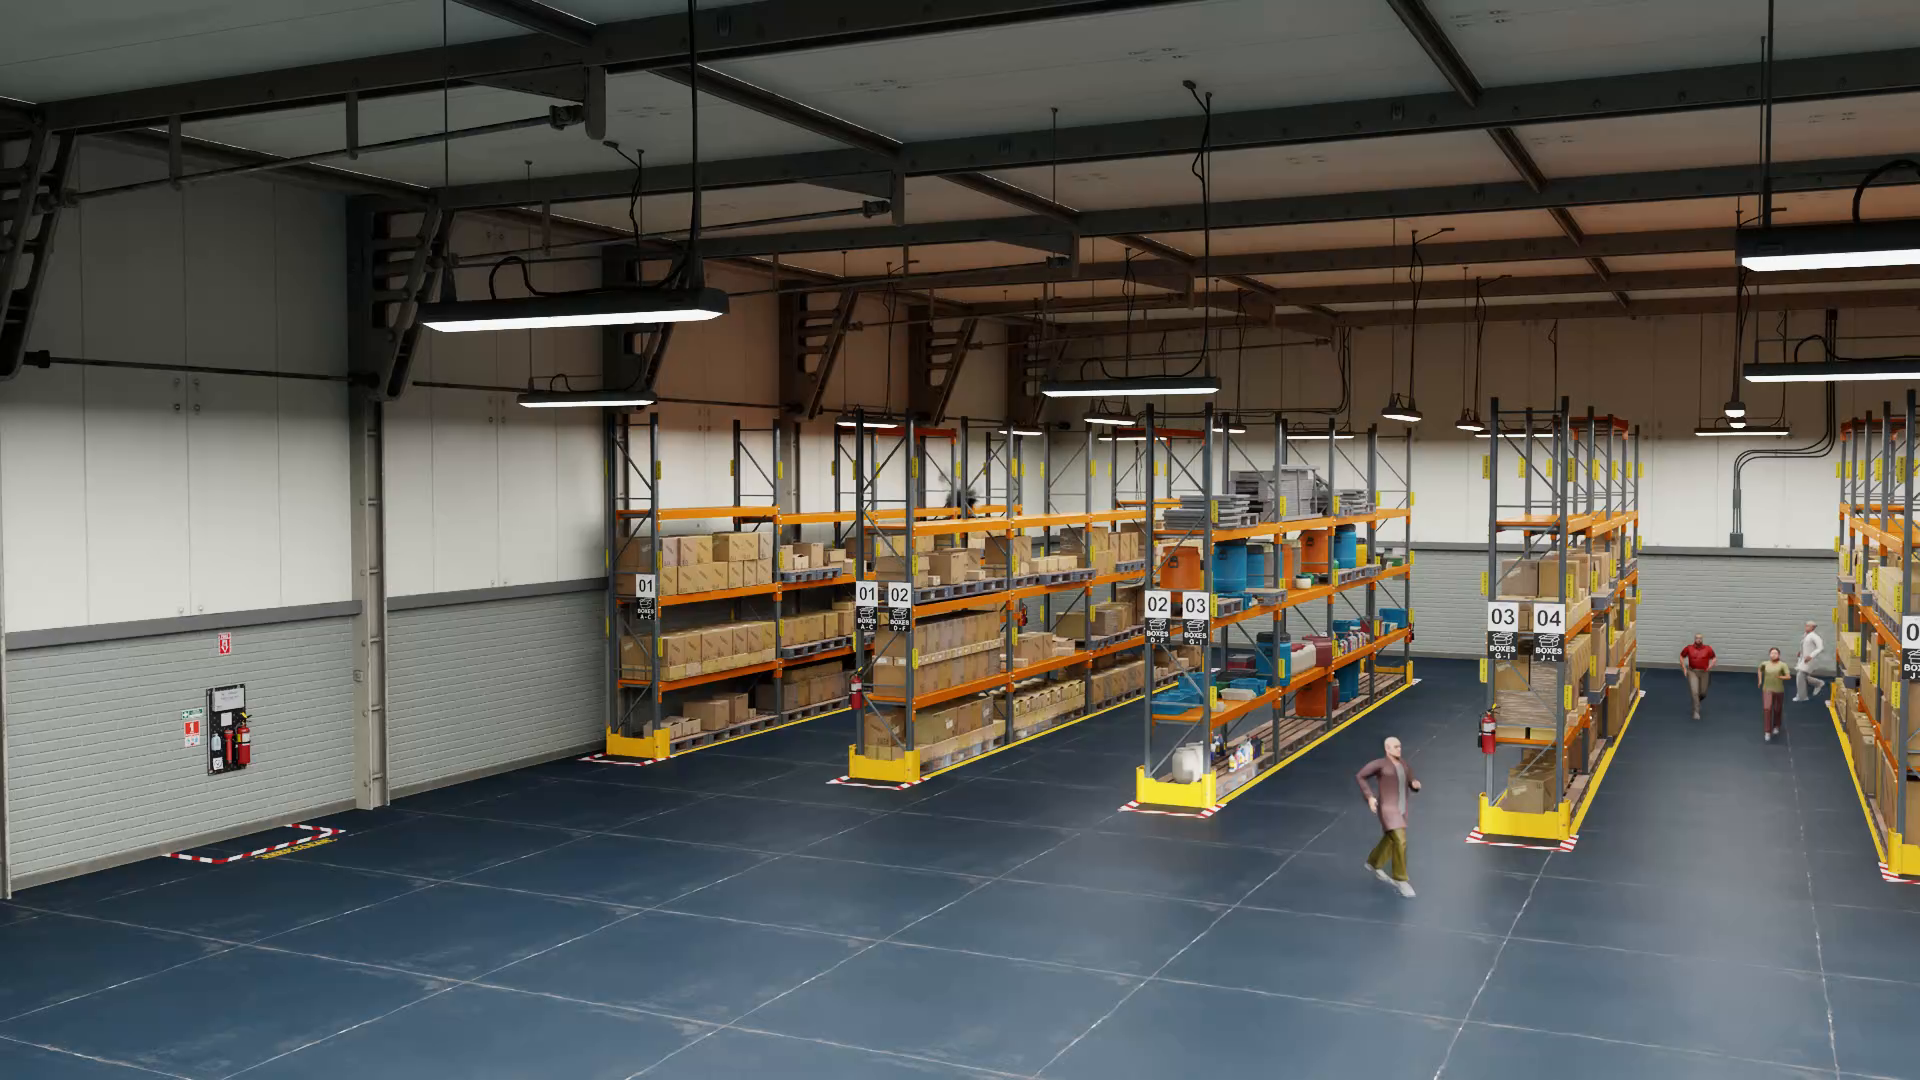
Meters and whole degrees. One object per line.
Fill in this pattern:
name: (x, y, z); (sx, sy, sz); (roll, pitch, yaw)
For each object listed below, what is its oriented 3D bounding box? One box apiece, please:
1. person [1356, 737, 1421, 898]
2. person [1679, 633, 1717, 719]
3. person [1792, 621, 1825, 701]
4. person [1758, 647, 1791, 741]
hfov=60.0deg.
person: (5.149, 3.266, 19.852); (0.680, 1.836, 0.898); (-2, 3, -35)
person: (14.982, 2.749, 33.757); (0.695, 1.723, 0.758); (1, 2, 16)
person: (18.454, 2.649, 36.025); (0.756, 1.791, 0.761); (0, 2, -1)
person: (15.164, 2.847, 30.984); (0.560, 1.703, 0.872); (1, 3, 27)
